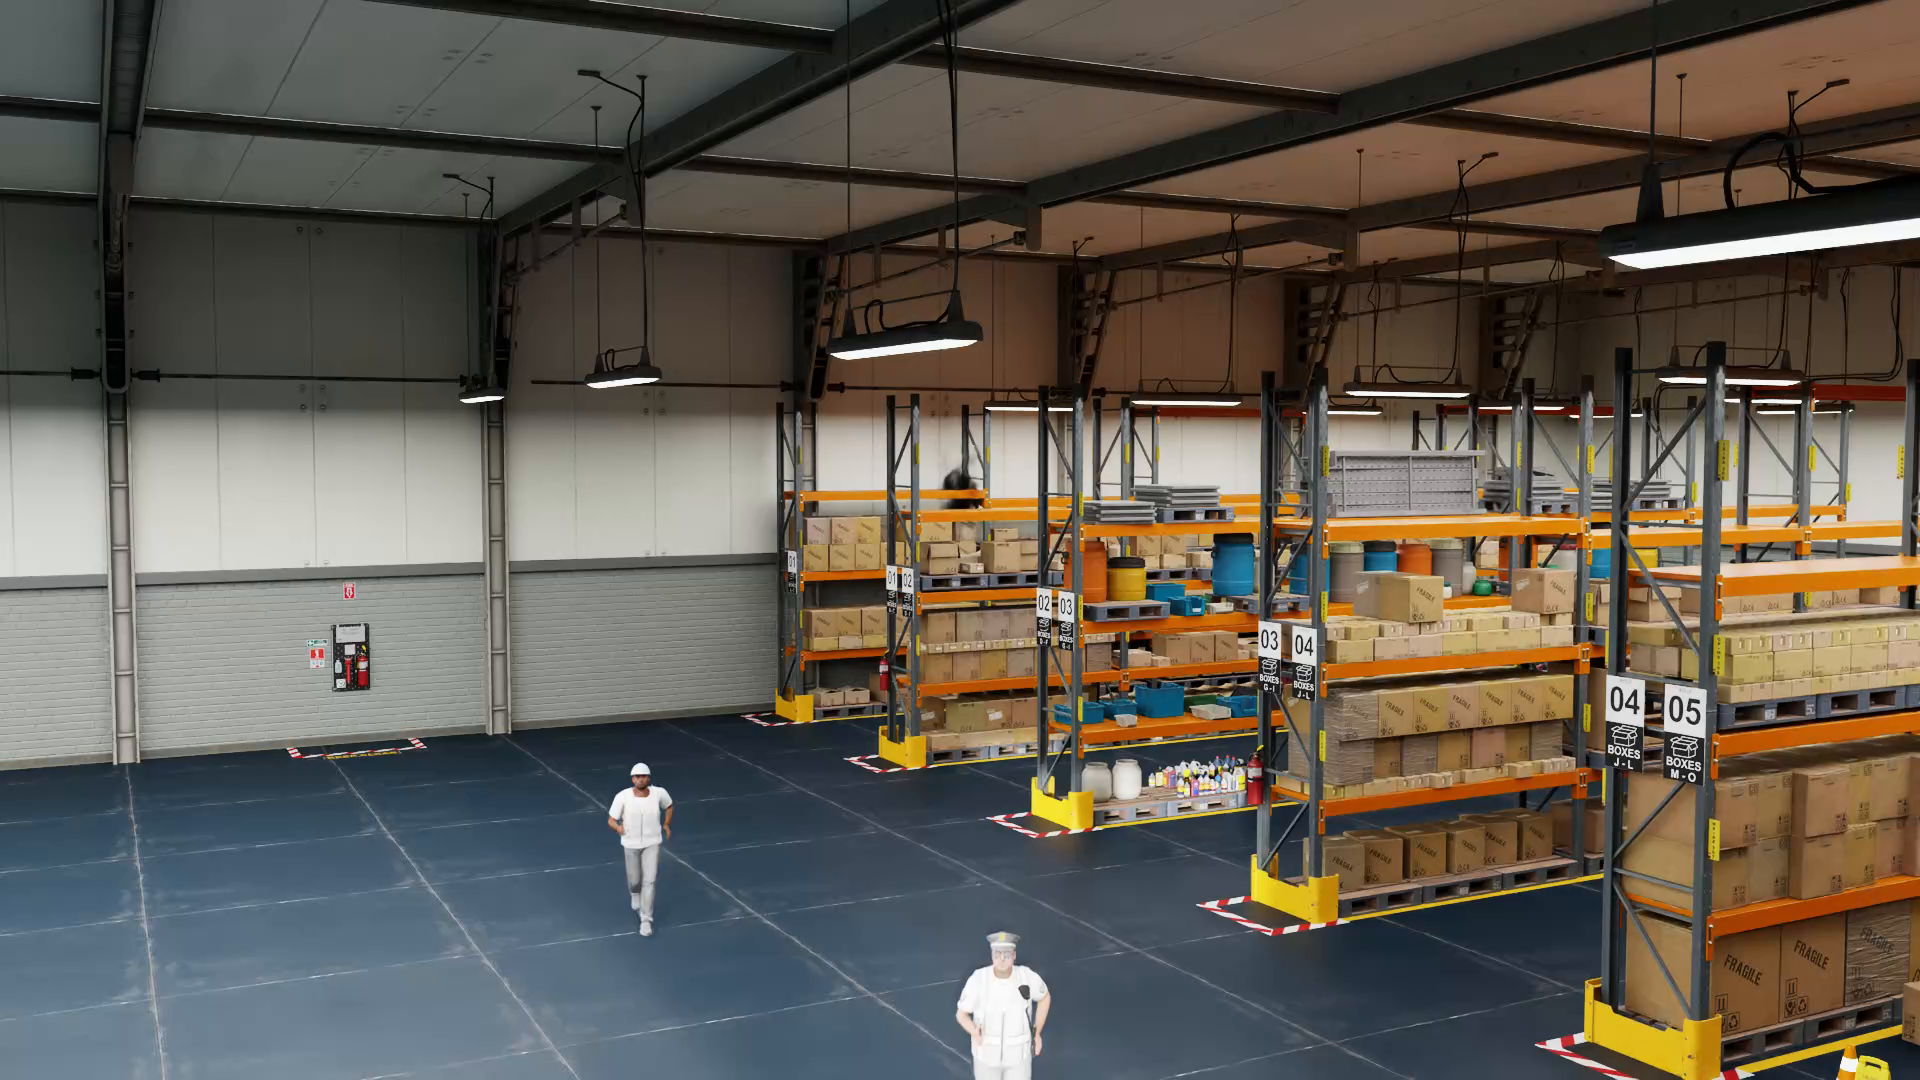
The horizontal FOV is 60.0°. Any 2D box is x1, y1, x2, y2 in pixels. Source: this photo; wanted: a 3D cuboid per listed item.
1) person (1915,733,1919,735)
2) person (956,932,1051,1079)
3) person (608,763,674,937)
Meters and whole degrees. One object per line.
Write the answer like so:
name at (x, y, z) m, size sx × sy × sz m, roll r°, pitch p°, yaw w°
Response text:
person at (11.247, 3.146, 19.549) m, size 0.966 × 1.761 × 0.655 m, roll -2°, pitch 4°, yaw -32°
person at (0.305, 3.611, 11.672) m, size 0.664 × 1.779 × 0.954 m, roll 0°, pitch 3°, yaw 3°
person at (-3.412, 3.265, 17.821) m, size 0.700 × 1.762 × 0.956 m, roll -1°, pitch 3°, yaw -12°
